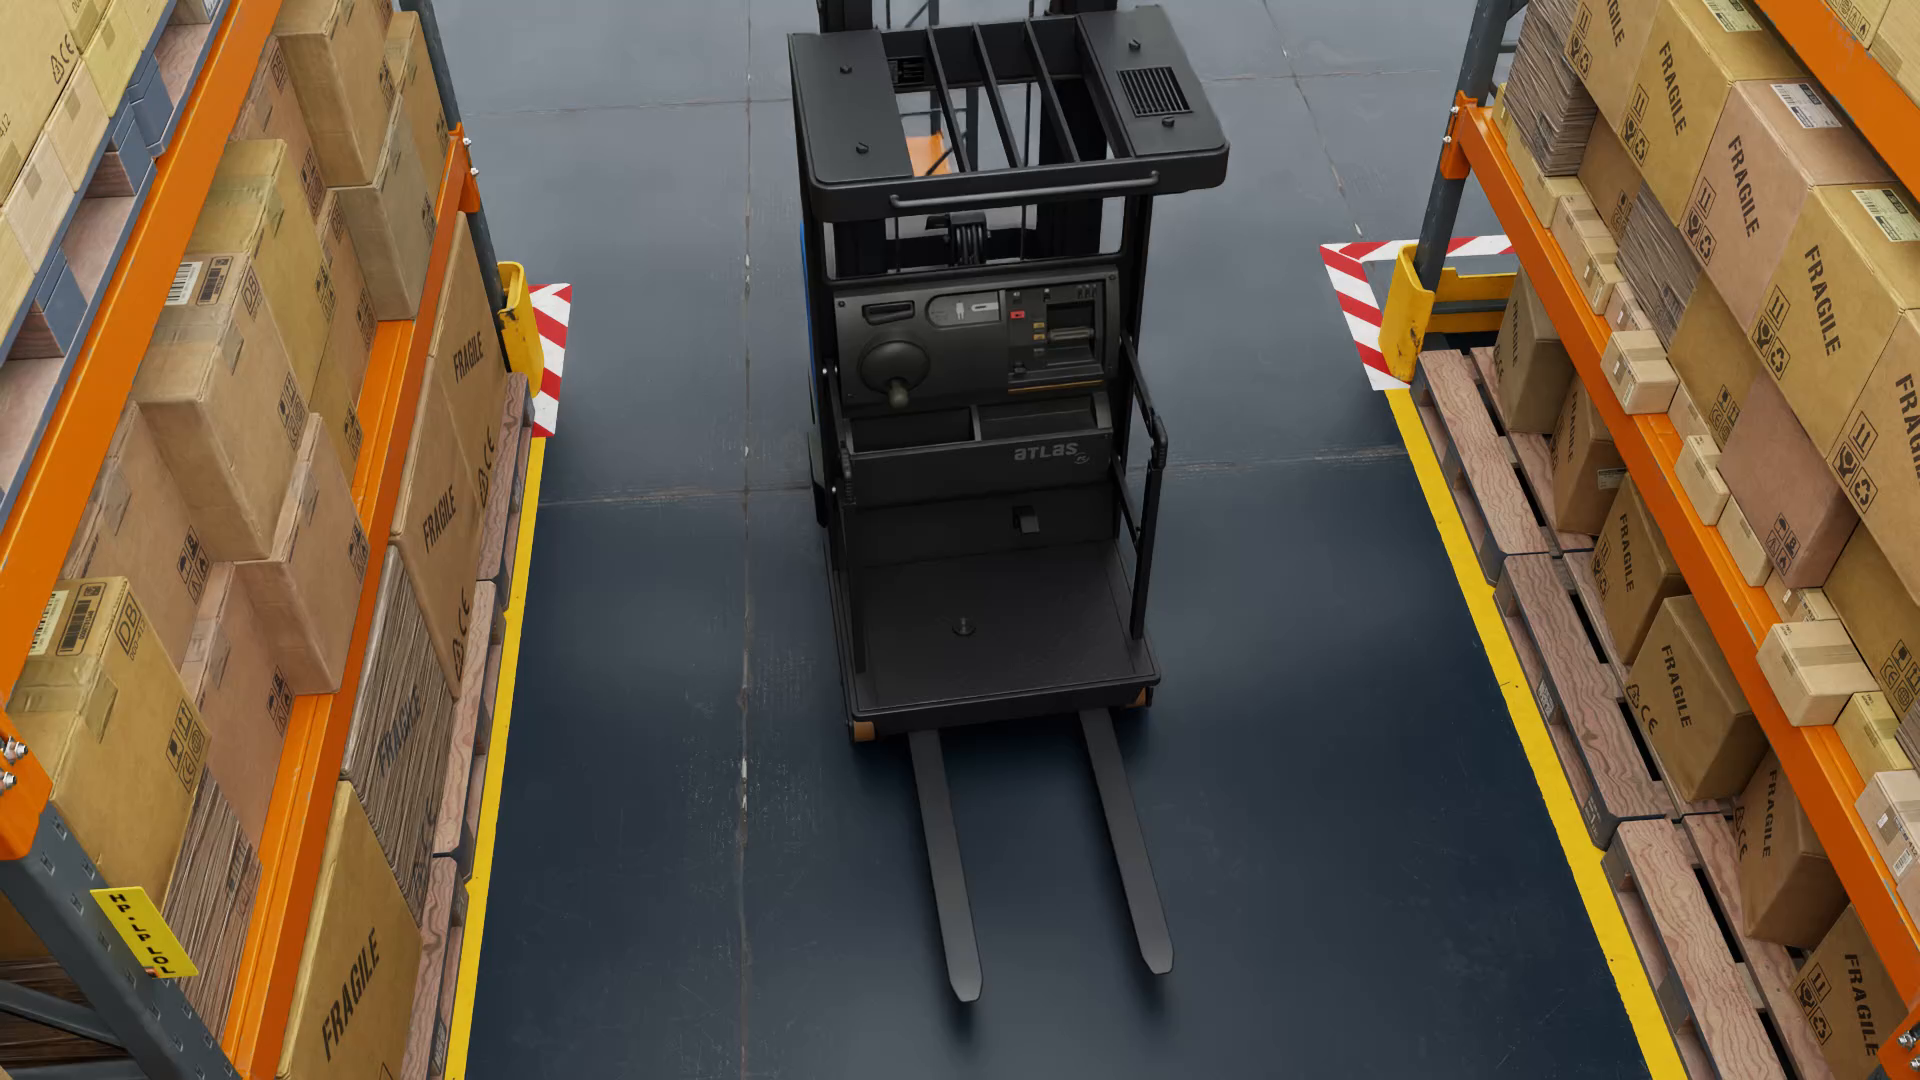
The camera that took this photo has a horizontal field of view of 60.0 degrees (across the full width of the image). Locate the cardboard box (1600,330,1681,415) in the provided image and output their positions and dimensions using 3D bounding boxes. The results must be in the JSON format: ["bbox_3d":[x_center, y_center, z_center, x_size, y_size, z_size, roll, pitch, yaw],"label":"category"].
[{"bbox_3d":[2.314,-0.550,5.378,0.380,0.149,0.250,-3,47,-3],"label":"cardboard box"}]

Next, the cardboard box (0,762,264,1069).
[{"bbox_3d":[-2.160,0.856,3.770,0.875,0.550,0.550,-3,47,-3],"label":"cardboard box"}]

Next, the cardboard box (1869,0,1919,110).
[{"bbox_3d":[2.454,-1.095,3.758,0.500,0.250,0.500,-4,47,-4],"label":"cardboard box"}]

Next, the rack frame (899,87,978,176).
[{"bbox_3d":[-0.180,-1.197,6.850,0.500,1.500,0.032,-7,47,-6],"label":"rack frame"}]

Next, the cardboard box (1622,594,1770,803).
[{"bbox_3d":[2.654,0.511,5.633,0.500,0.500,0.500,-7,47,-7],"label":"cardboard box"}]

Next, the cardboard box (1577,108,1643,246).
[{"bbox_3d":[2.679,-1.331,5.671,0.875,0.500,0.500,-3,47,-3],"label":"cardboard box"}]

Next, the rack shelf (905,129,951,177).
[{"bbox_3d":[-0.260,-1.438,7.326,0.538,0.185,1.000,-7,47,-6],"label":"rack shelf"}]

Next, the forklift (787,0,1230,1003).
[{"bbox_3d":[0.096,-0.560,5.261,1.130,2.935,3.031,-6,47,-6],"label":"forklift"}]

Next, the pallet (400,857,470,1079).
[{"bbox_3d":[-2.103,1.578,5.110,1.003,0.211,1.213,-3,47,-3],"label":"pallet"}]

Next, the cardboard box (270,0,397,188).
[{"bbox_3d":[-2.322,-1.480,5.238,0.875,0.550,0.550,-3,47,-3],"label":"cardboard box"}]

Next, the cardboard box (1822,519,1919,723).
[{"bbox_3d":[2.851,0.116,4.301,0.875,0.500,0.500,-3,47,-3],"label":"cardboard box"}]

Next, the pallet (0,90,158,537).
[{"bbox_3d":[-2.176,-0.419,3.076,1.003,0.211,1.213,-3,47,-3],"label":"pallet"}]

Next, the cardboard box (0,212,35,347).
[{"bbox_3d":[-1.833,-0.421,2.832,0.380,0.149,0.250,-3,47,-3],"label":"cardboard box"}]

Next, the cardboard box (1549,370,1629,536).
[{"bbox_3d":[2.618,-0.350,6.448,0.500,0.500,0.500,8,47,7],"label":"cardboard box"}]

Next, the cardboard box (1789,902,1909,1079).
[{"bbox_3d":[2.840,1.369,4.820,0.500,0.500,0.500,-5,47,-5],"label":"cardboard box"}]

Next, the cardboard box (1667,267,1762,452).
[{"bbox_3d":[2.708,-0.604,4.982,0.875,0.500,0.500,-3,47,-3],"label":"cardboard box"}]

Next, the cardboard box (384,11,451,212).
[{"bbox_3d":[-2.376,-1.506,6.007,0.875,0.550,0.550,-3,47,-3],"label":"cardboard box"}]

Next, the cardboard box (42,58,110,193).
[{"bbox_3d":[-1.873,-0.783,3.174,0.380,0.149,0.250,-4,47,-4],"label":"cardboard box"}]

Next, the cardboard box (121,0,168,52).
[{"bbox_3d":[-1.918,-1.155,3.527,0.380,0.149,0.250,-3,47,-3],"label":"cardboard box"}]

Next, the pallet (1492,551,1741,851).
[{"bbox_3d":[2.637,0.536,6.097,1.003,0.211,1.213,-3,47,-3],"label":"pallet"}]

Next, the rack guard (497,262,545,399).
[{"bbox_3d":[-2.455,-0.878,7.237,1.175,0.500,0.348,-3,47,-3],"label":"rack guard"}]

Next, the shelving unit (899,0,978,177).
[{"bbox_3d":[-0.258,-1.555,7.190,0.587,1.500,1.083,-7,47,-6],"label":"shelving unit"}]

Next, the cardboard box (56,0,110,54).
[{"bbox_3d":[-1.966,-1.188,3.283,0.500,0.250,0.500,-4,47,-4],"label":"cardboard box"}]

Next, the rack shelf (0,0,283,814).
[{"bbox_3d":[-2.285,-1.057,4.115,1.077,0.370,4.000,-3,47,-3],"label":"rack shelf"}]

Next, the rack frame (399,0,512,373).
[{"bbox_3d":[-2.453,-1.720,6.313,1.000,3.000,0.127,-3,47,-3],"label":"rack frame"}]

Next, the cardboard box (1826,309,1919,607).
[{"bbox_3d":[2.478,-0.205,3.916,0.500,0.500,0.500,-3,47,-3],"label":"cardboard box"}]

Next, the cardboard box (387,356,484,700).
[{"bbox_3d":[-2.254,-0.011,5.868,0.875,0.875,0.875,-4,47,-4],"label":"cardboard box"}]

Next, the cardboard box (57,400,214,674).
[{"bbox_3d":[-2.276,0.091,3.750,0.875,0.550,0.550,-3,47,-3],"label":"cardboard box"}]

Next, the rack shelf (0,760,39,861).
[{"bbox_3d":[-1.950,1.837,1.374,1.077,0.370,4.000,-3,47,-3],"label":"rack shelf"}]

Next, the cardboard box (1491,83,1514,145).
[{"bbox_3d":[2.285,-1.641,6.411,0.380,0.149,0.250,-3,47,-3],"label":"cardboard box"}]

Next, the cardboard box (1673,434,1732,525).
[{"bbox_3d":[2.411,-0.192,5.039,0.380,0.149,0.250,-3,47,-3],"label":"cardboard box"}]

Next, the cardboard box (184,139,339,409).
[{"bbox_3d":[-2.237,-0.691,4.491,0.875,0.550,0.500,-3,47,-3],"label":"cardboard box"}]

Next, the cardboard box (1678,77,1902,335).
[{"bbox_3d":[2.399,-0.929,4.601,0.500,0.500,0.500,-3,47,-3],"label":"cardboard box"}]

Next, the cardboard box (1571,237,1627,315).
[{"bbox_3d":[2.348,-0.916,5.725,0.380,0.149,0.250,-3,47,-3],"label":"cardboard box"}]

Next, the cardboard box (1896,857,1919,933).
[{"bbox_3d":[2.522,0.895,4.010,0.380,0.149,0.250,-3,47,-3],"label":"cardboard box"}]

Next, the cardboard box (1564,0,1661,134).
[{"bbox_3d":[2.308,-1.652,5.286,0.500,0.500,0.500,-3,47,-3],"label":"cardboard box"}]

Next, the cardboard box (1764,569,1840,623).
[{"bbox_3d":[2.528,0.166,4.700,0.380,0.149,0.250,-3,47,-3],"label":"cardboard box"}]

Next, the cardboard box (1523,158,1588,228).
[{"bbox_3d":[2.293,-1.277,6.067,0.380,0.149,0.250,-3,47,-3],"label":"cardboard box"}]

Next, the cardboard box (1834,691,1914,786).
[{"bbox_3d":[2.550,0.529,4.357,0.380,0.149,0.250,-3,47,-3],"label":"cardboard box"}]

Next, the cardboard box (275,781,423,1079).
[{"bbox_3d":[-2.101,1.301,4.626,0.875,0.875,0.875,-3,47,-3],"label":"cardboard box"}]

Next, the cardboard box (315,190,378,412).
[{"bbox_3d":[-2.387,-0.696,5.240,0.875,0.550,0.550,-3,47,-3],"label":"cardboard box"}]

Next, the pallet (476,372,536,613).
[{"bbox_3d":[-2.308,-0.187,6.782,1.003,0.211,1.213,-3,47,-3],"label":"pallet"}]

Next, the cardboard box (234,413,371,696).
[{"bbox_3d":[-2.157,0.062,4.522,0.875,0.550,0.550,-3,47,-3],"label":"cardboard box"}]
